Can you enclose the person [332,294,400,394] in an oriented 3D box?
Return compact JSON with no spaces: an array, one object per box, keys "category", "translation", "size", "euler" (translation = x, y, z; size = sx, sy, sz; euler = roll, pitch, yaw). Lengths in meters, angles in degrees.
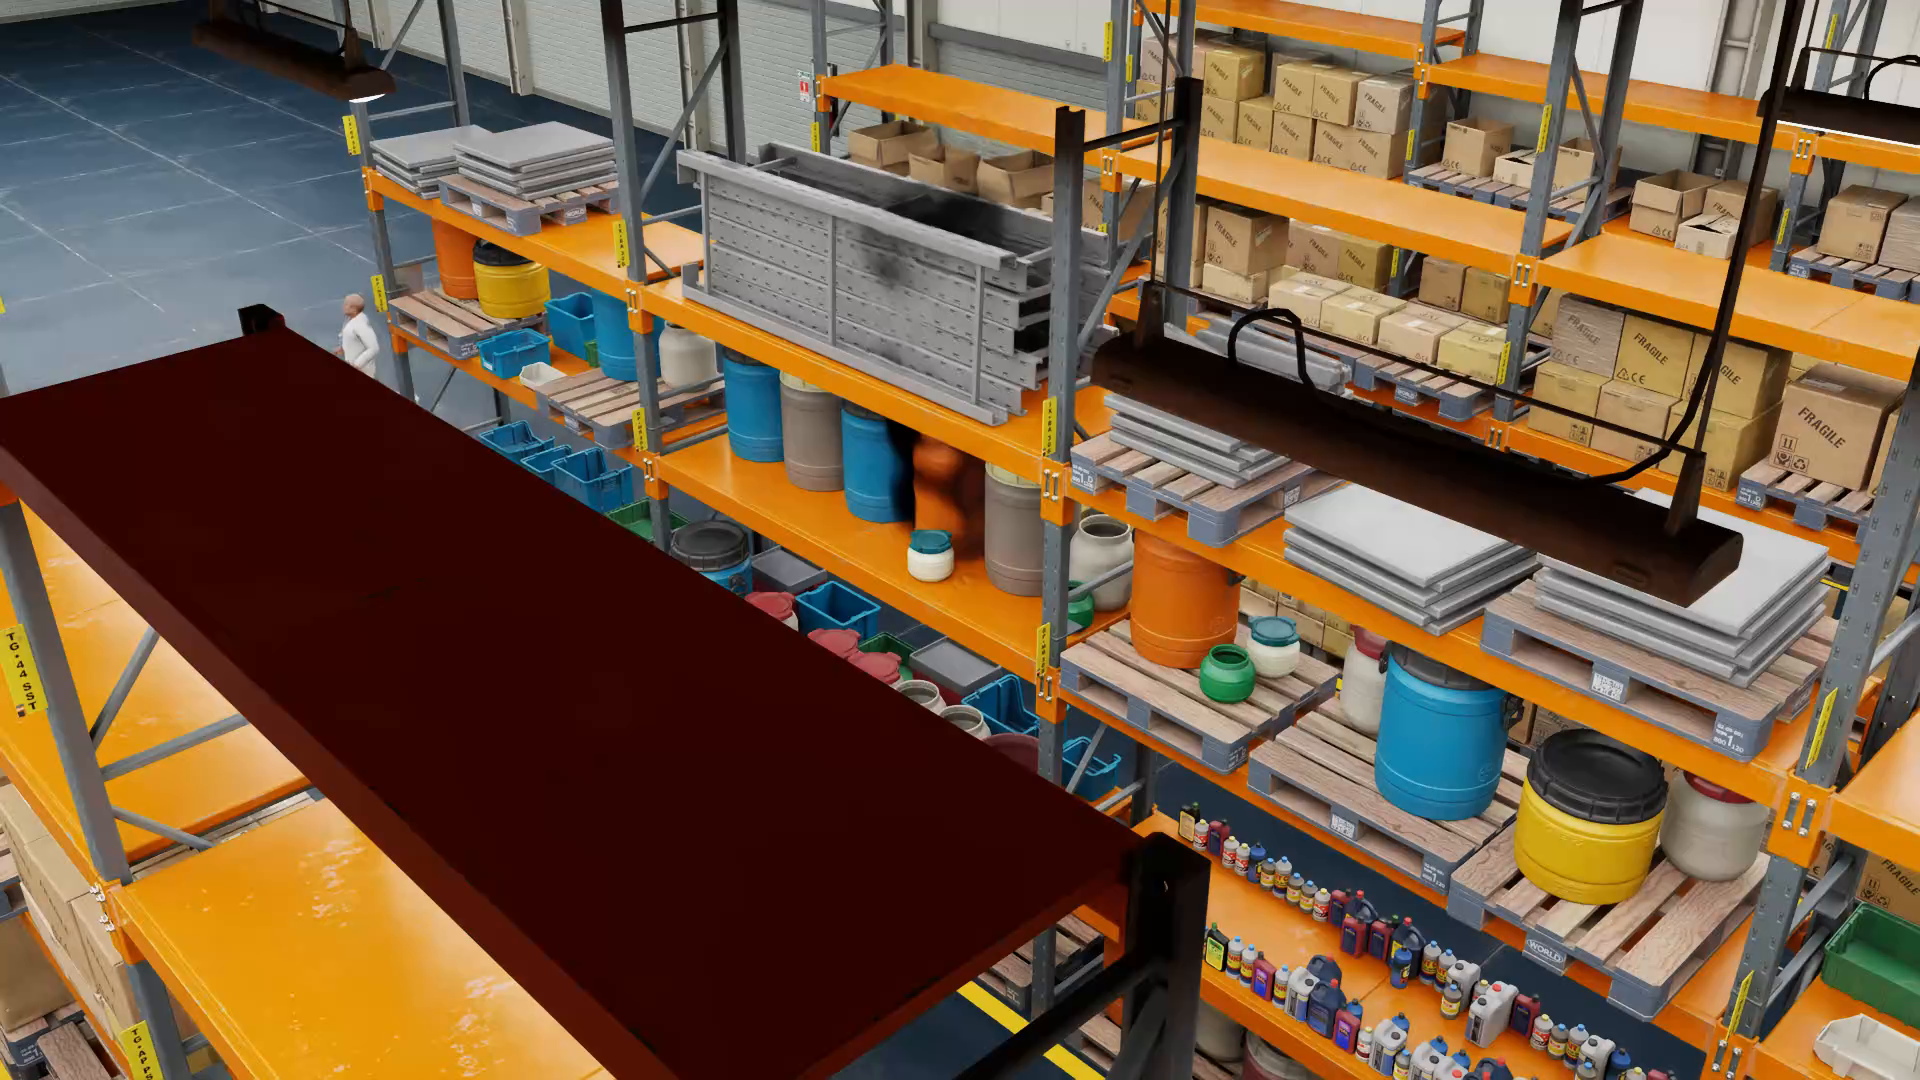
[{"category":"person","translation":[-6.676,-1.906,18.594],"size":[0.920,1.742,0.725],"euler":[-8,29,-15]}]
